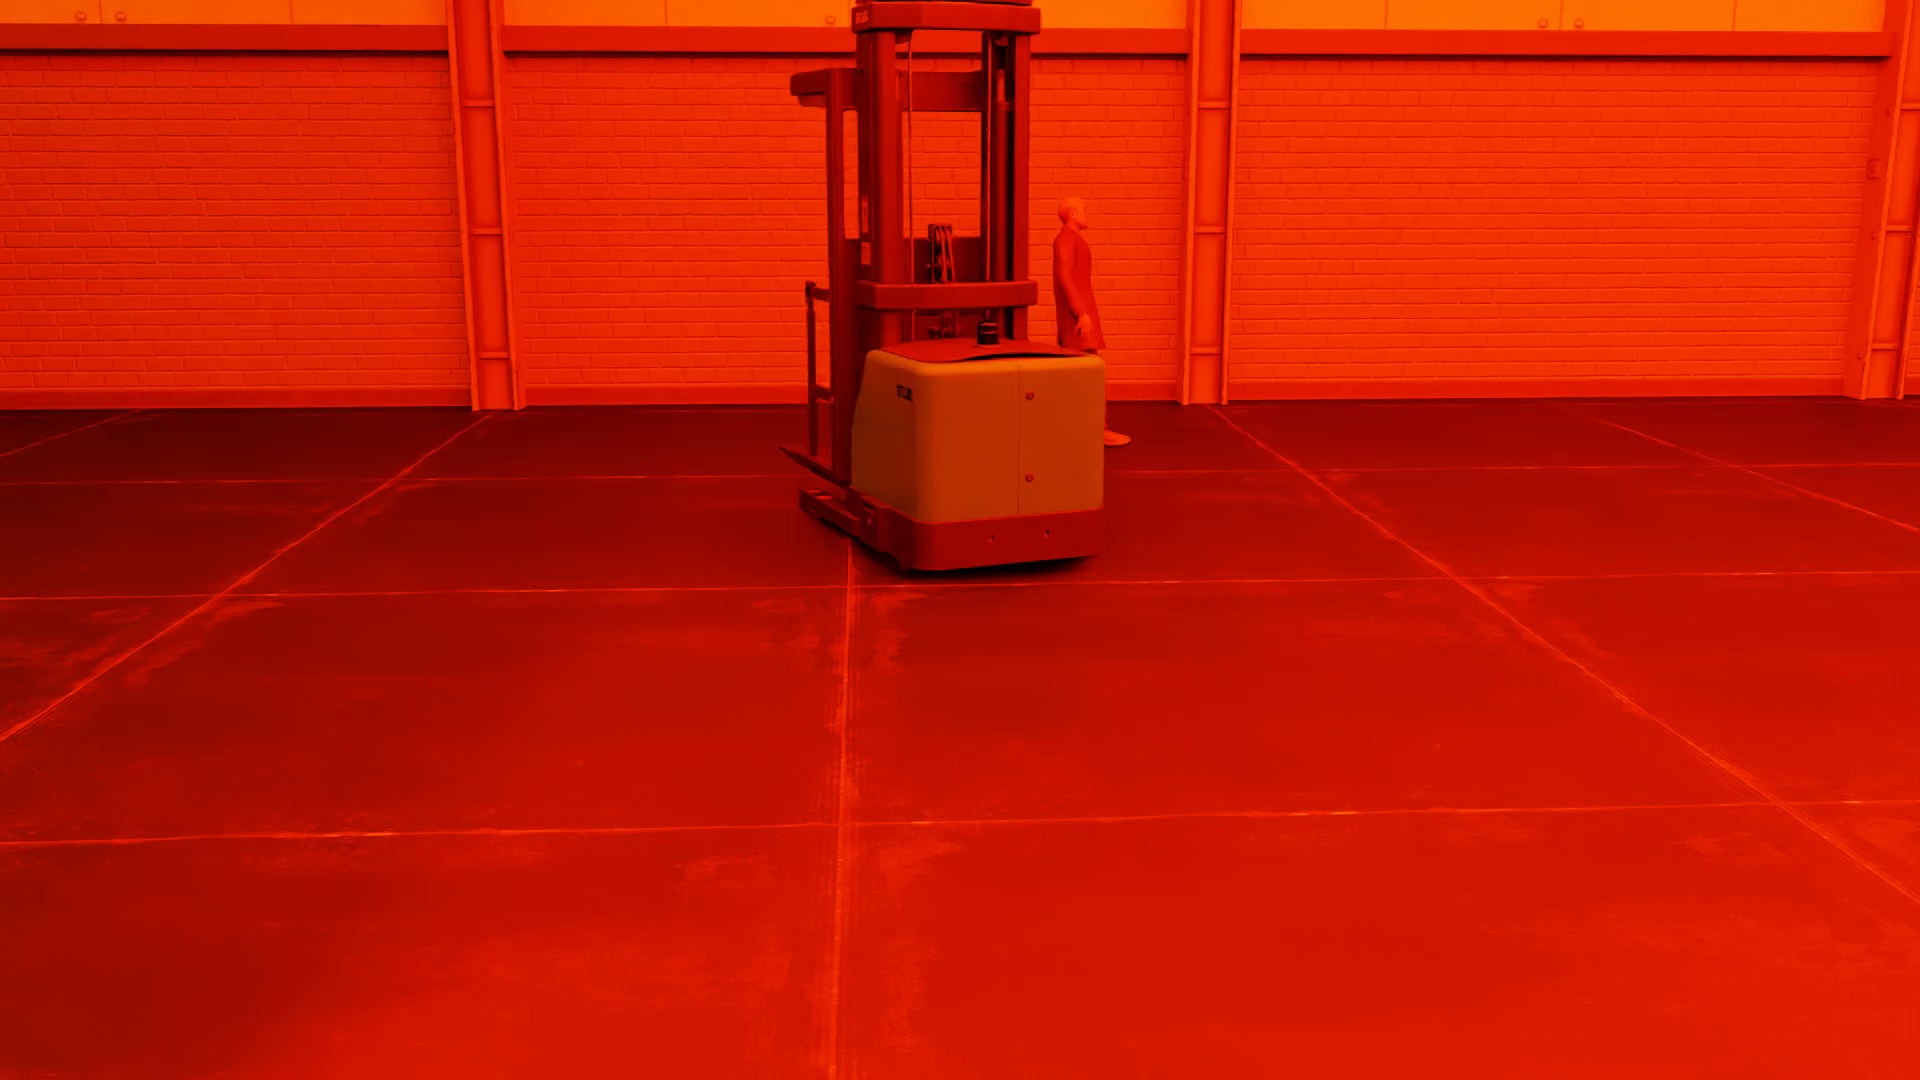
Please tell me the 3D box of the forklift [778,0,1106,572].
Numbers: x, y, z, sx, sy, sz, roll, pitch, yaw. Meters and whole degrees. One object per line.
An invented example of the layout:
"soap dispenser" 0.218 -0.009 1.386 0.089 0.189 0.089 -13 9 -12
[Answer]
"forklift" -0.290 -1.553 9.327 1.130 2.935 3.031 -5 14 -22

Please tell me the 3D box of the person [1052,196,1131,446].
"person" 0.960 -1.610 12.187 0.580 1.781 0.709 0 13 1
